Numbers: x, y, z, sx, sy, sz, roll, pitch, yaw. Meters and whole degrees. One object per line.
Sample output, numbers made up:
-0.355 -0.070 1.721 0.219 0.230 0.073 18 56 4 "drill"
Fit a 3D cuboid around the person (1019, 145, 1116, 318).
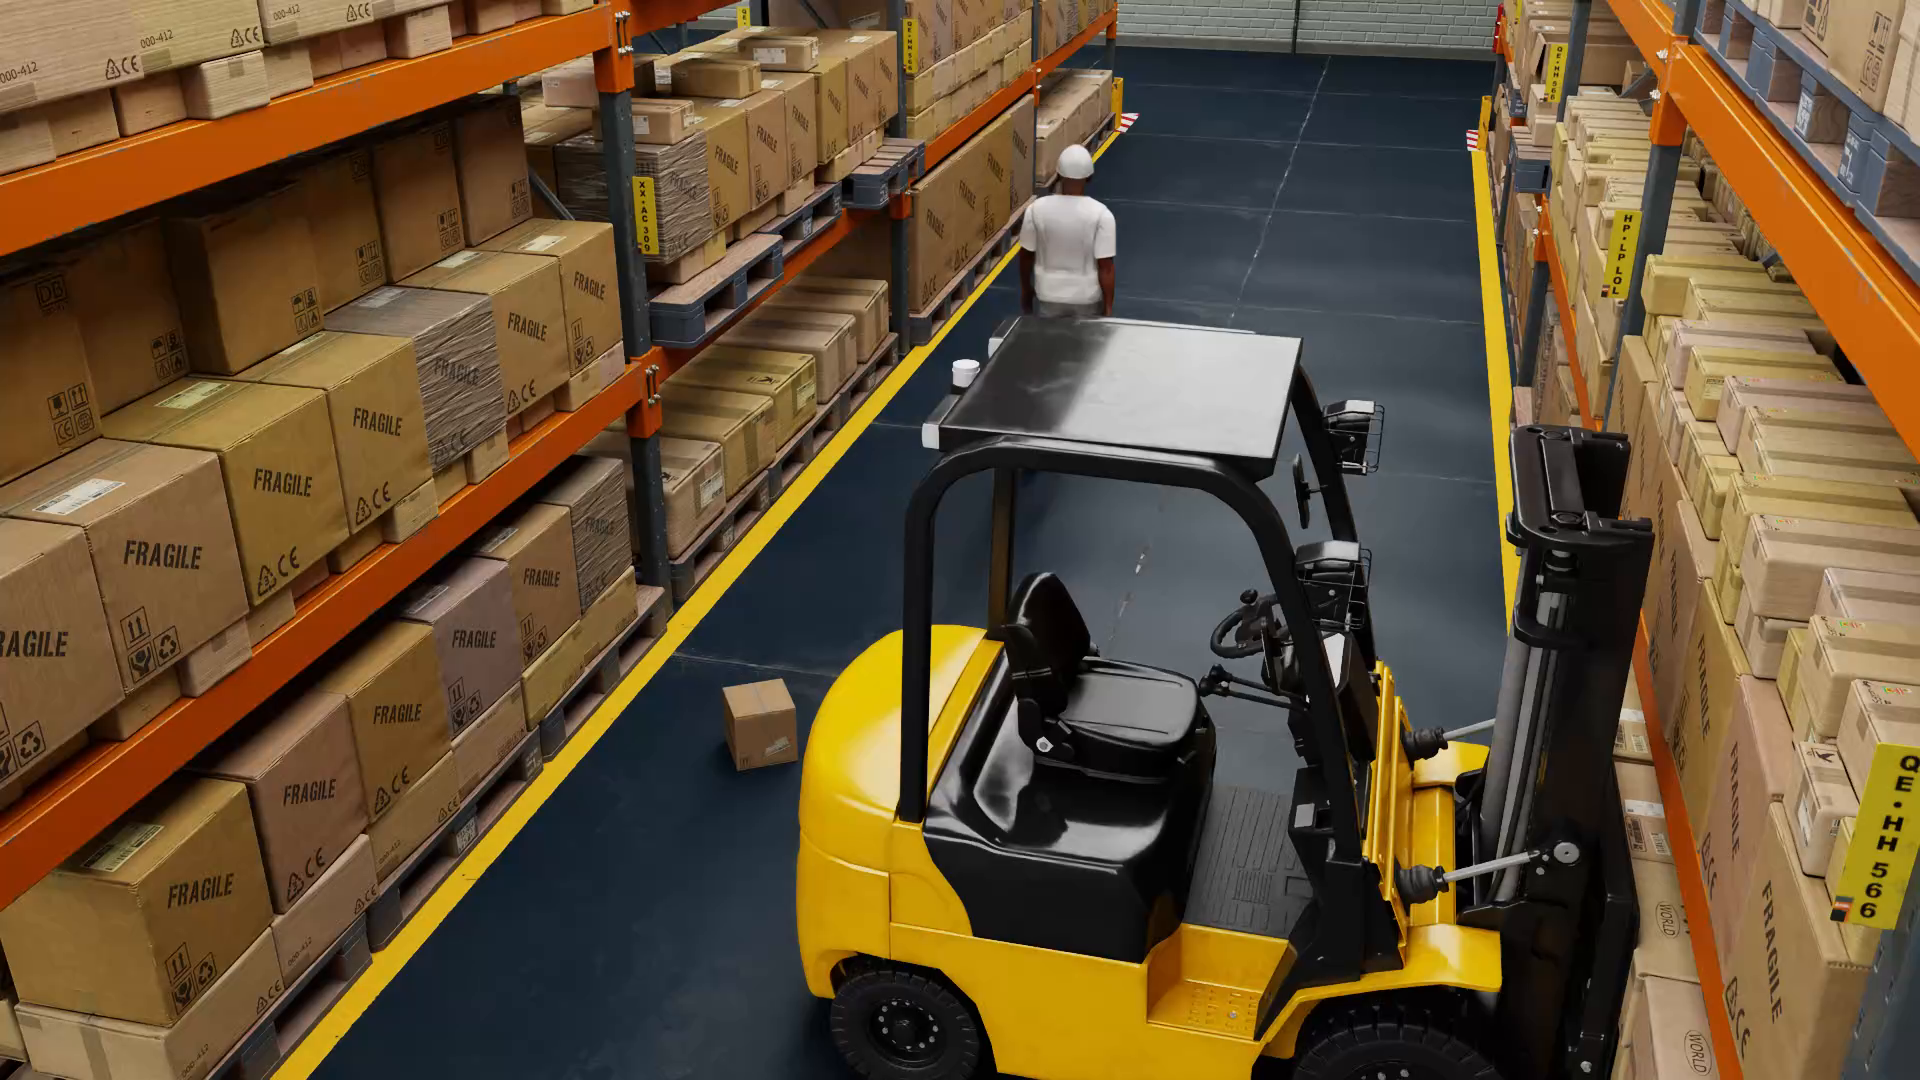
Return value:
0.622 -1.413 9.587 0.588 1.735 0.933 6 26 13 "person"
